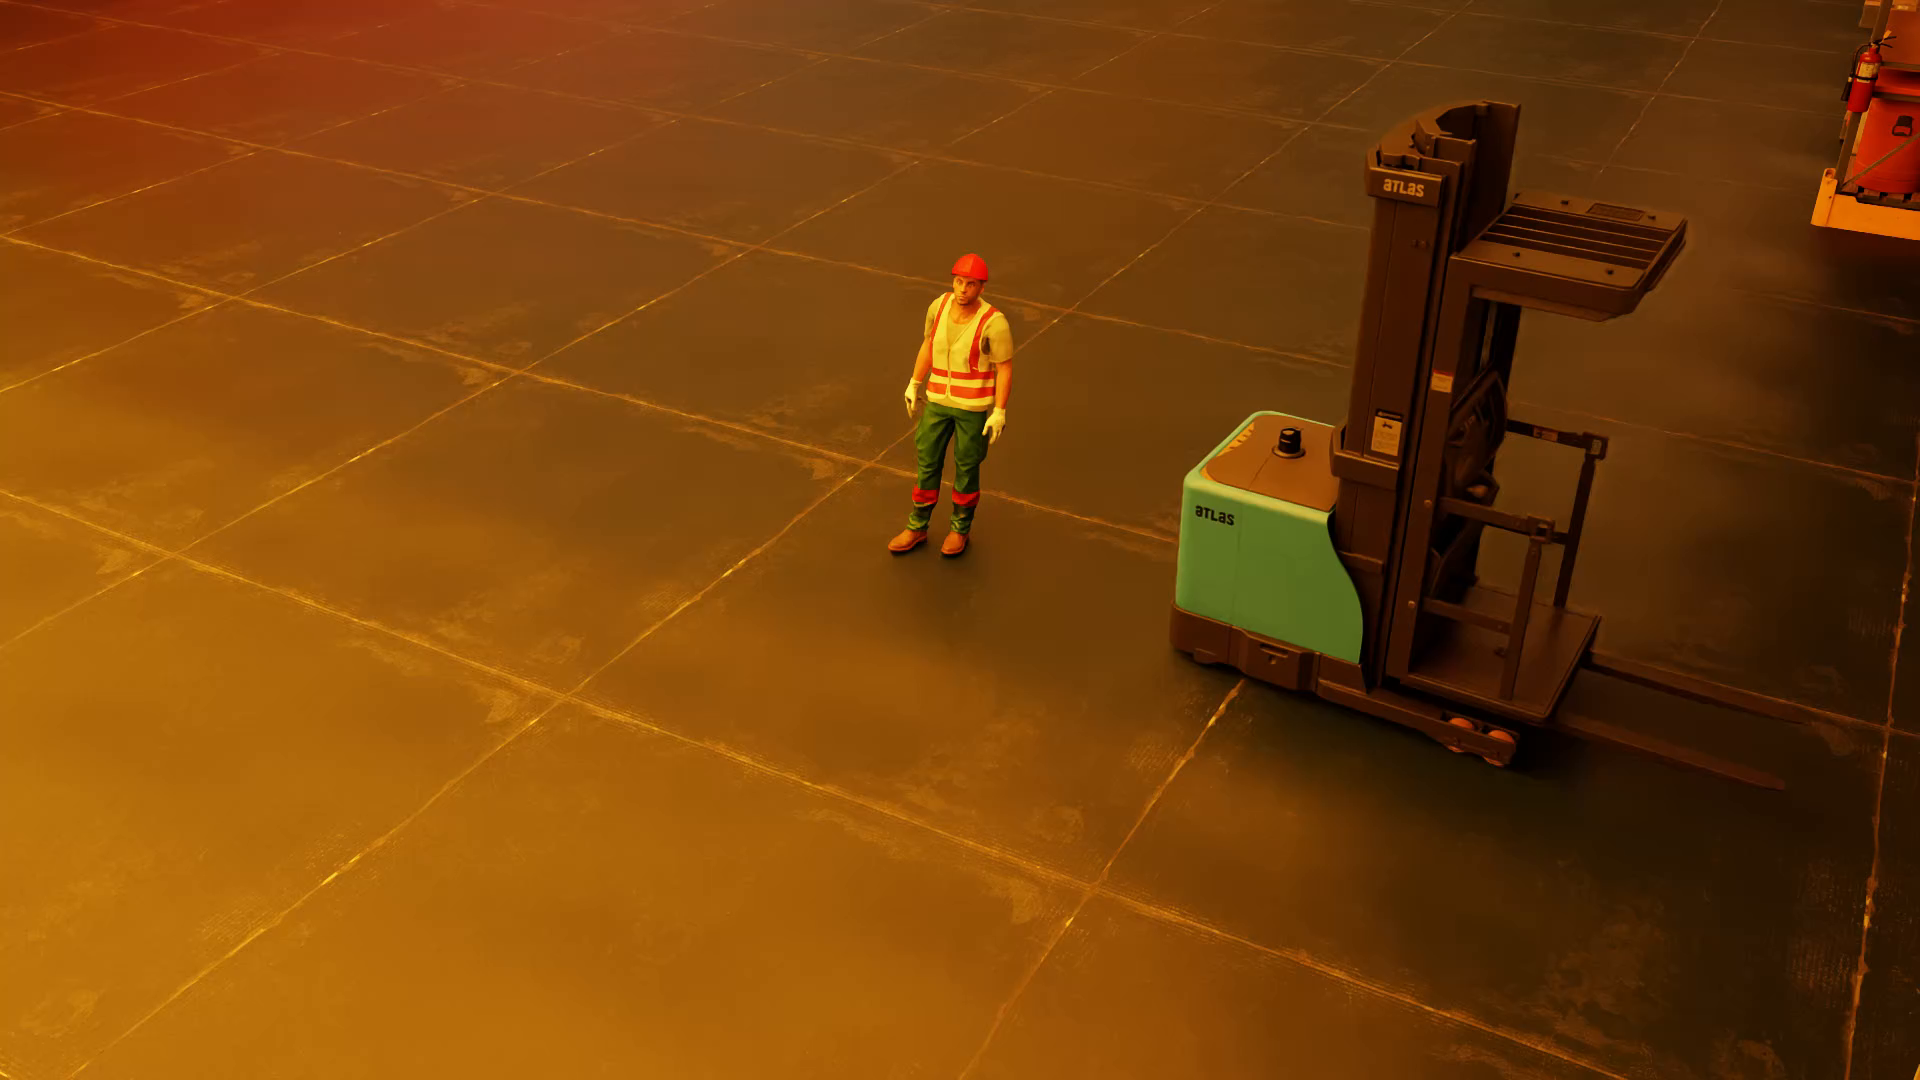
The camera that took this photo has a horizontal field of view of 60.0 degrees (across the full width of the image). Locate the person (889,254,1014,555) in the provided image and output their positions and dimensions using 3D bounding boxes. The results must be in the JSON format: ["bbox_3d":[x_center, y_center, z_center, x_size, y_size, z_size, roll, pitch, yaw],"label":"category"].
[{"bbox_3d":[-0.049,-0.749,9.496,0.638,1.787,0.564,15,33,25],"label":"person"}]

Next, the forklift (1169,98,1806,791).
[{"bbox_3d":[2.645,-0.476,7.895,3.031,2.935,1.130,17,34,27],"label":"forklift"}]
